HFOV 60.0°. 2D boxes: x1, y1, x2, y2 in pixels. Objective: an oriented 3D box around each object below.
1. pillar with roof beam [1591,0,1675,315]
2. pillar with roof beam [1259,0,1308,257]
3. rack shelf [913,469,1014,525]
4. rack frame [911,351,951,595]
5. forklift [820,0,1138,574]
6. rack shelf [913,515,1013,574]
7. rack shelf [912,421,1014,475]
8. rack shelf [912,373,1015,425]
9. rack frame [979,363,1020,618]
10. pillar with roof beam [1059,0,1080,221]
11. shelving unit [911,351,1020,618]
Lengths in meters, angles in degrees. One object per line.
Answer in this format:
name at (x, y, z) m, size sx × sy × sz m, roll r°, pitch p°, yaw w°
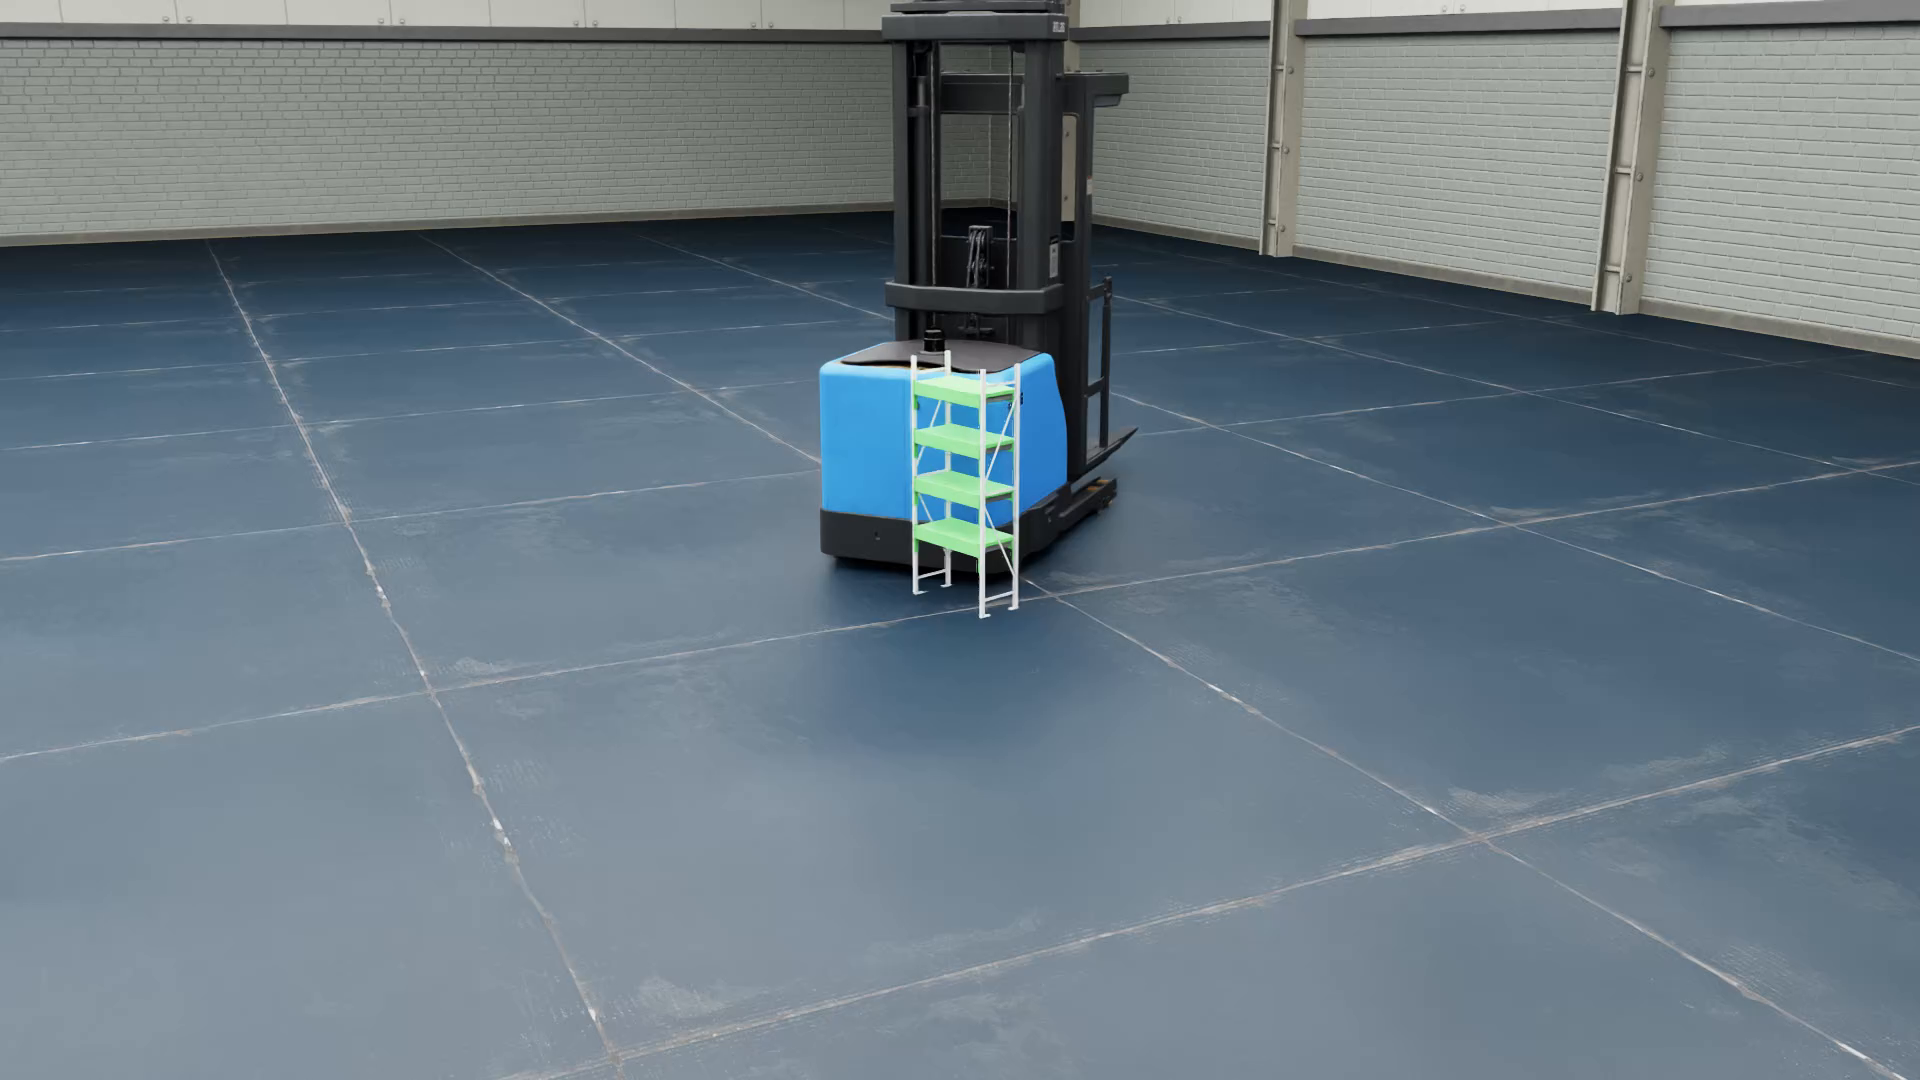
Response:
pillar with roof beam at (3.125, -6.245, 14.699) m, size 9.100 × 9.000 × 0.400 m, roll -8°, pitch 18°, yaw -25°
pillar with roof beam at (0.496, -7.733, 19.883) m, size 9.100 × 9.000 × 0.400 m, roll -8°, pitch 18°, yaw -25°
rack shelf at (0.023, -0.214, 8.054) m, size 0.258 × 0.148 × 0.480 m, roll -14°, pitch 21°, yaw -40°
rack frame at (-0.141, -0.326, 8.210) m, size 0.240 × 1.200 × 0.015 m, roll -14°, pitch 21°, yaw -40°
forklift at (0.296, -1.600, 9.514) m, size 1.130 × 2.935 × 3.031 m, roll 7°, pitch 17°, yaw 22°
rack shelf at (0.023, 0.016, 8.120) m, size 0.258 × 0.148 × 0.480 m, roll -14°, pitch 21°, yaw -40°
rack shelf at (0.023, -0.445, 7.988) m, size 0.258 × 0.148 × 0.480 m, roll -14°, pitch 21°, yaw -40°
rack shelf at (0.023, -0.676, 7.921) m, size 0.258 × 0.148 × 0.480 m, roll -14°, pitch 21°, yaw -40°
rack frame at (0.187, -0.226, 7.862) m, size 0.240 × 1.200 × 0.015 m, roll -14°, pitch 21°, yaw -40°
pillar with roof beam at (-2.132, -9.221, 25.068) m, size 9.100 × 9.000 × 0.400 m, roll -8°, pitch 18°, yaw -25°
shelving unit at (0.023, -0.276, 8.036) m, size 0.258 × 1.200 × 0.503 m, roll -14°, pitch 21°, yaw -40°
